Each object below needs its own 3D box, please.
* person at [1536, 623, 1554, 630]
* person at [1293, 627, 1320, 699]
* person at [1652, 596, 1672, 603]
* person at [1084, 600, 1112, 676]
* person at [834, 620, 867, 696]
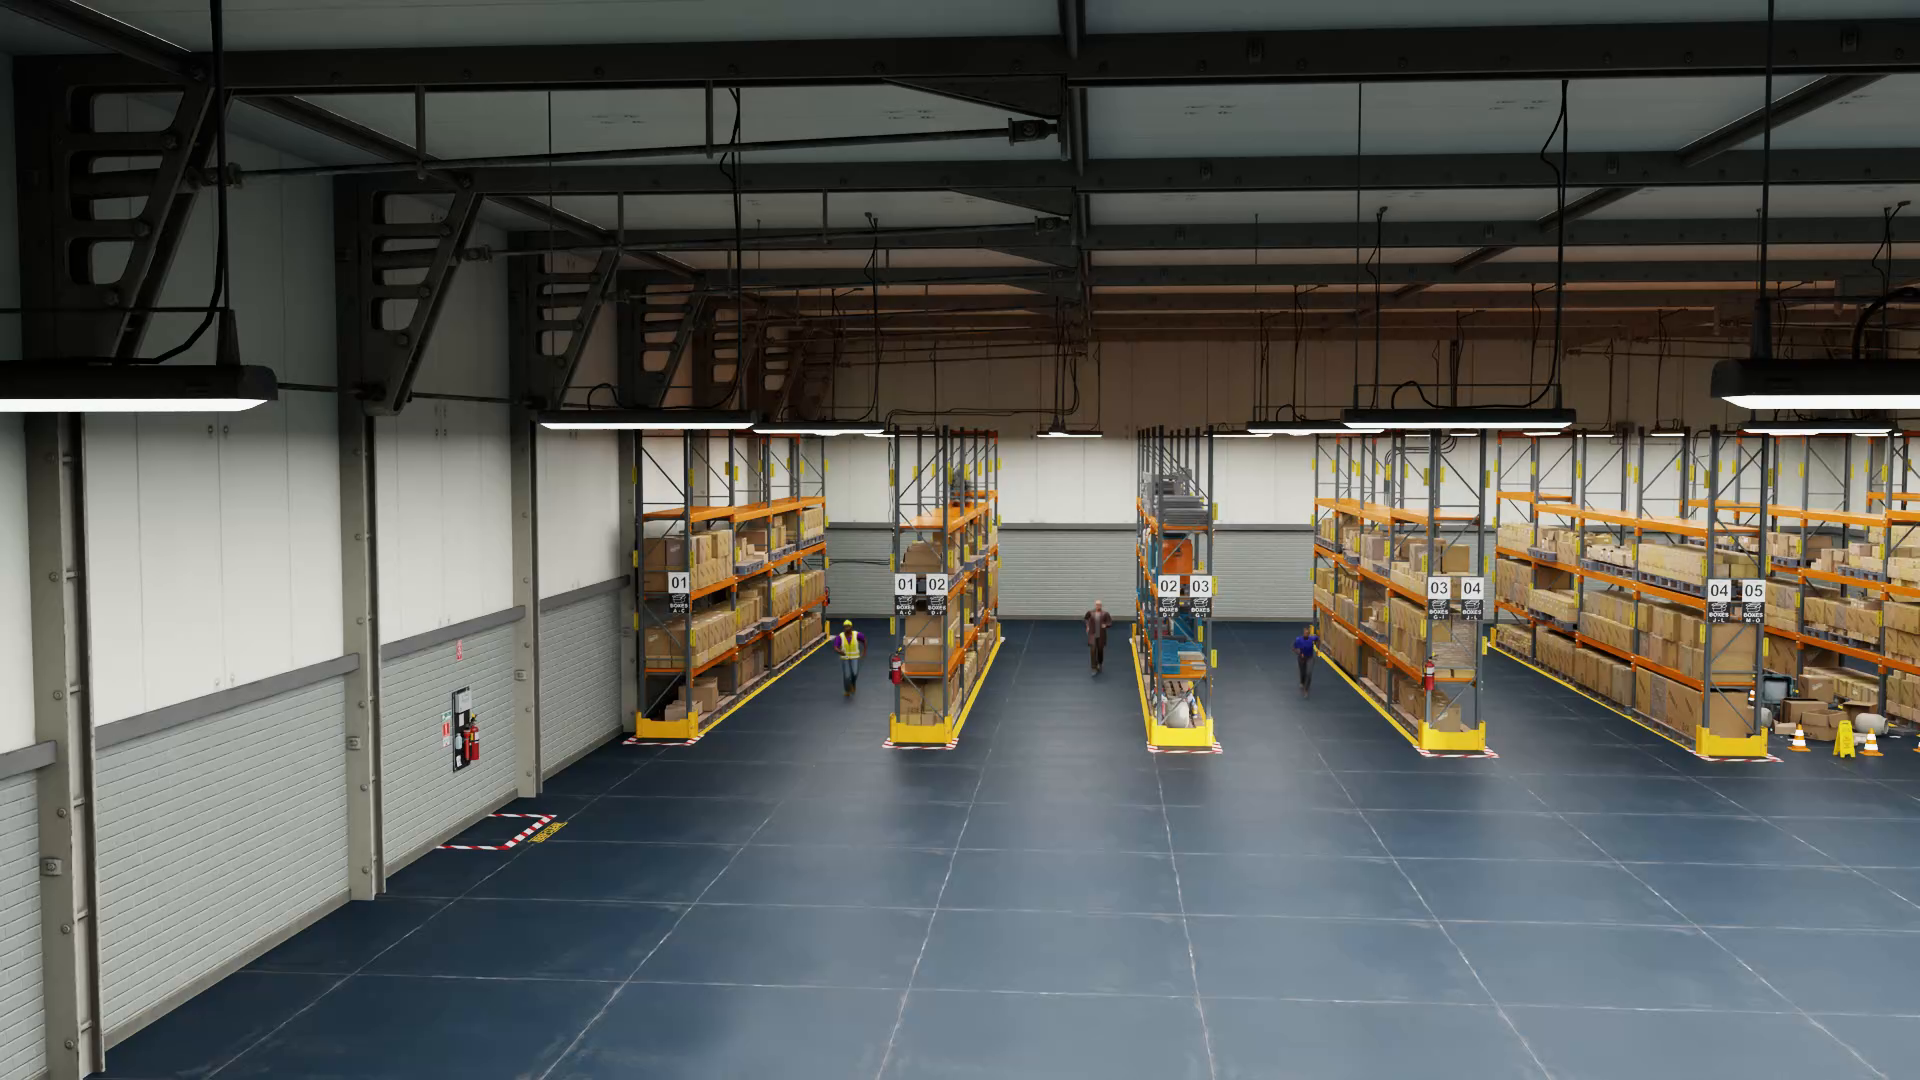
[{"bbox_3d":[16.465,2.020,46.746,0.788,1.817,0.951,-3,4,-38],"label":"person"},{"bbox_3d":[7.756,2.721,37.291,0.615,1.617,0.964,0,3,7],"label":"person"},{"bbox_3d":[19.871,2.012,47.156,0.607,1.732,0.667,1,3,11],"label":"person"},{"bbox_3d":[3.374,2.374,40.708,0.704,1.802,1.047,0,3,7],"label":"person"},{"bbox_3d":[-2.430,2.635,36.906,0.723,1.716,0.751,0,3,-3],"label":"person"}]
